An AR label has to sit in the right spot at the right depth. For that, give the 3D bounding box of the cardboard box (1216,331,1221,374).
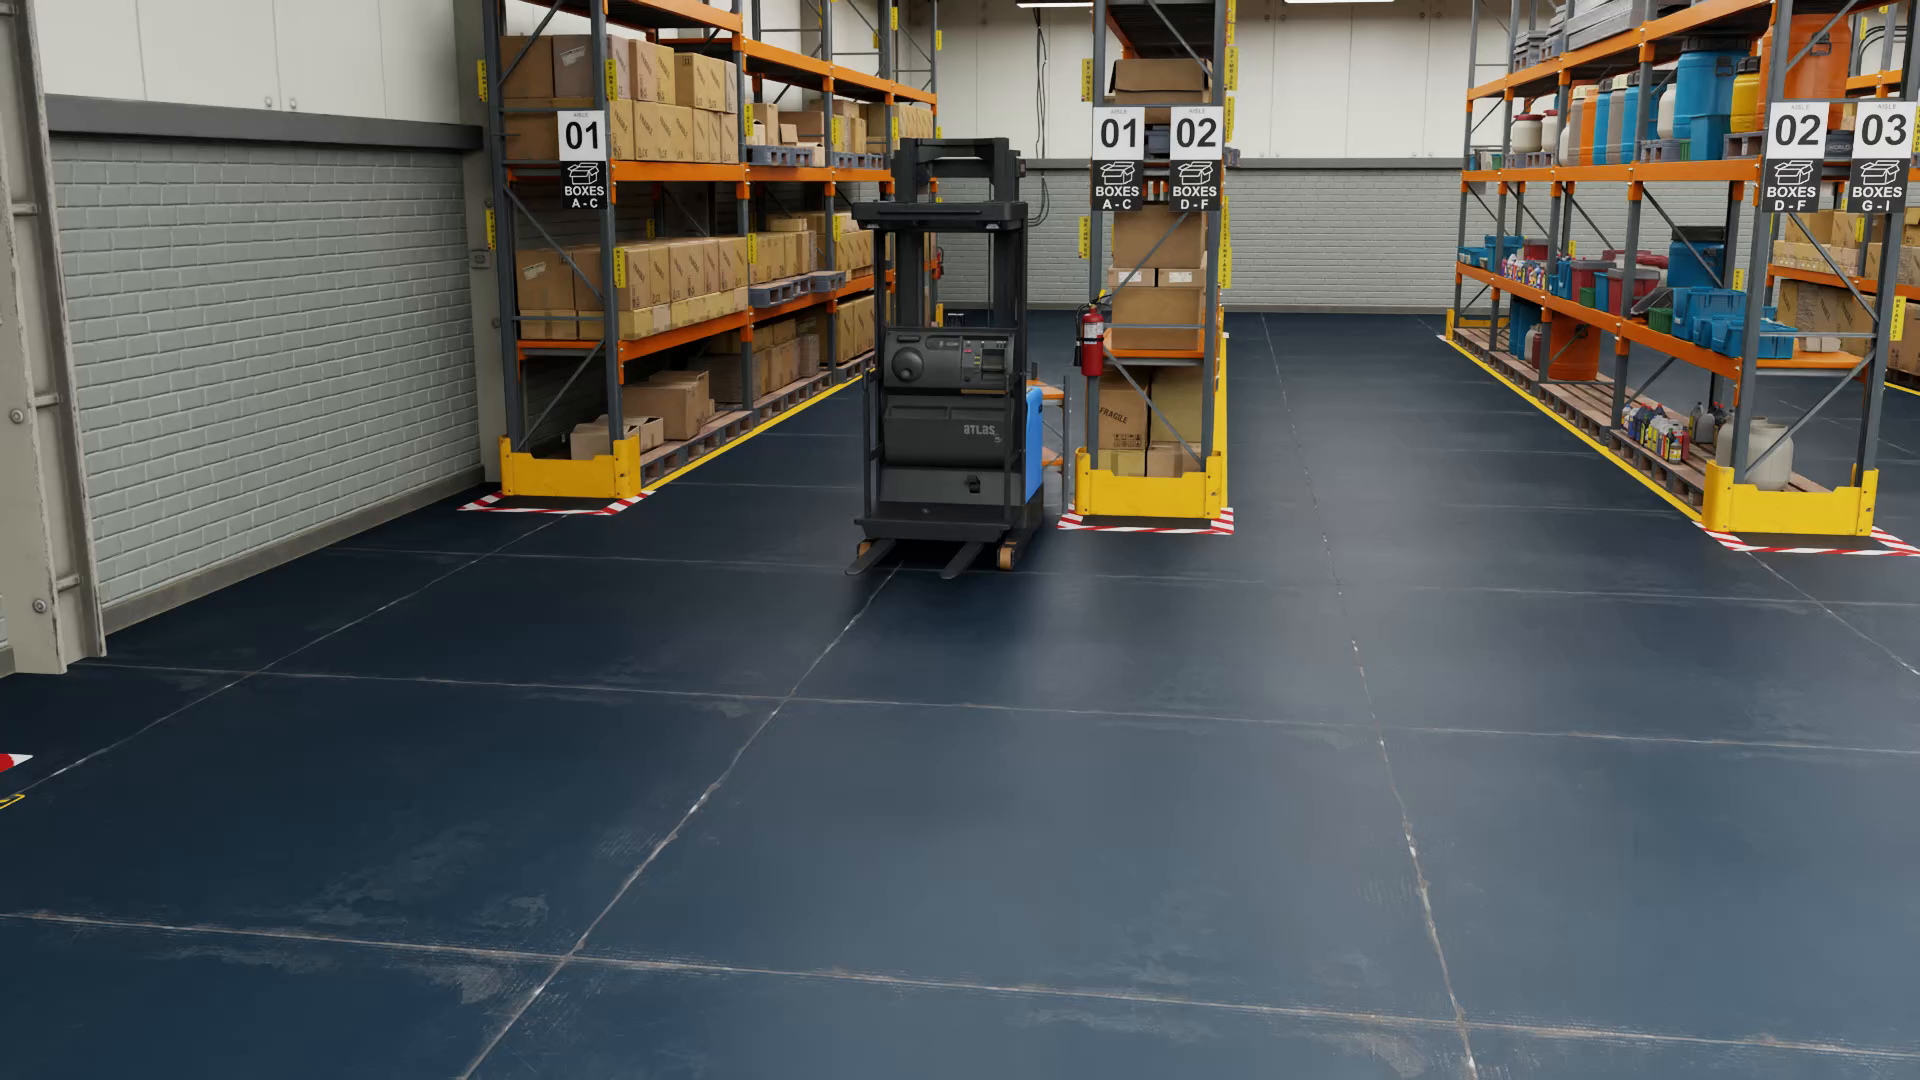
[{"bbox_3d":[3.112,-2.438,21.575,0.500,0.500,0.500,2,12,11],"label":"cardboard box"}]

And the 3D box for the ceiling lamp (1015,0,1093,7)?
[{"bbox_3d":[2.003,-11.448,30.396,2.000,3.185,0.800,2,12,9],"label":"ceiling lamp"}]

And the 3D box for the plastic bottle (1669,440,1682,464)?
[{"bbox_3d":[6.272,-0.776,14.574,0.097,0.201,0.097,0,12,0],"label":"plastic bottle"}]

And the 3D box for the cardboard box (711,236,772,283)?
[{"bbox_3d":[-2.546,-3.171,18.807,0.700,0.500,0.500,3,13,14],"label":"cardboard box"}]

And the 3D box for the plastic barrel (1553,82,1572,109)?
[{"bbox_3d":[8.157,-5.587,21.992,0.600,0.901,0.708,2,12,9],"label":"plastic barrel"}]

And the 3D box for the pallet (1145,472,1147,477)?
[{"bbox_3d":[1.606,-0.492,14.273,1.003,0.211,1.213,2,12,9],"label":"pallet"}]

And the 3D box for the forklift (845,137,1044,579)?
[{"bbox_3d":[-0.114,-1.303,11.581,1.130,2.935,3.031,2,12,10],"label":"forklift"}]

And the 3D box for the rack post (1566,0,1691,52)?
[{"bbox_3d":[7.256,-5.809,17.612,1.013,1.000,3.121,2,12,9],"label":"rack post"}]

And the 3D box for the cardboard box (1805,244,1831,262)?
[{"bbox_3d":[13.208,-4.362,25.265,0.500,0.250,0.500,2,12,8],"label":"cardboard box"}]

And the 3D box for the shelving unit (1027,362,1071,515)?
[{"bbox_3d":[0.520,-0.853,13.783,0.538,1.125,1.048,-3,12,-12],"label":"shelving unit"}]

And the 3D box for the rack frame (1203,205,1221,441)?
[{"bbox_3d":[2.145,-2.527,17.098,1.000,3.000,0.127,2,12,9],"label":"rack frame"}]

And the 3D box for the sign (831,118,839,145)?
[{"bbox_3d":[-1.600,-5.220,21.249,0.100,0.325,0.005,2,12,9],"label":"sign"}]

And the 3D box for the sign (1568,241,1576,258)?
[{"bbox_3d":[8.812,-4.148,23.963,0.100,0.325,0.005,2,12,9],"label":"sign"}]

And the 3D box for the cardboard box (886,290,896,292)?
[{"bbox_3d":[-1.286,-4.104,27.816,0.380,0.149,0.250,2,12,9],"label":"cardboard box"}]

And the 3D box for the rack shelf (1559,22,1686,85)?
[{"bbox_3d":[7.346,-5.167,17.767,1.077,0.370,4.000,2,12,9],"label":"rack shelf"}]

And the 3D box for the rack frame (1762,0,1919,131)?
[{"bbox_3d":[6.423,-4.465,11.854,1.000,3.000,0.127,2,12,9],"label":"rack frame"}]

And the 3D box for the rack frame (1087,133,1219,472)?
[{"bbox_3d":[1.529,-1.694,13.234,1.000,3.000,0.127,2,12,9],"label":"rack frame"}]

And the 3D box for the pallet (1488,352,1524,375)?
[{"bbox_3d":[8.109,-2.508,23.632,1.003,0.211,1.213,2,12,9],"label":"pallet"}]

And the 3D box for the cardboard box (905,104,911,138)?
[{"bbox_3d":[-1.061,-6.612,26.276,0.500,0.500,0.500,2,12,7],"label":"cardboard box"}]

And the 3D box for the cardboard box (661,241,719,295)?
[{"bbox_3d":[-2.677,-2.673,16.303,0.500,0.500,0.500,2,12,7],"label":"cardboard box"}]

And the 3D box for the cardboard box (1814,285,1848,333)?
[{"bbox_3d":[13.482,-3.359,25.007,0.875,0.875,0.875,2,12,9],"label":"cardboard box"}]

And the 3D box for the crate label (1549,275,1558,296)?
[{"bbox_3d":[7.218,-3.041,19.880,0.303,0.233,0.416,2,12,9],"label":"crate label"}]

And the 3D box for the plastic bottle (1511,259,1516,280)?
[{"bbox_3d":[7.654,-3.726,22.941,0.061,0.283,0.133,2,12,9],"label":"plastic bottle"}]

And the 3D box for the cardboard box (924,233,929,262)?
[{"bbox_3d":[-1.075,-5.073,28.200,0.980,0.700,0.700,2,12,8],"label":"cardboard box"}]

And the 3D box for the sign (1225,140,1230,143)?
[{"bbox_3d":[4.535,-6.902,28.177,0.100,0.325,0.005,2,12,9],"label":"sign"}]

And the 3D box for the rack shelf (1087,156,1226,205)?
[{"bbox_3d":[1.837,-3.225,14.926,1.077,0.370,4.000,2,12,9],"label":"rack shelf"}]

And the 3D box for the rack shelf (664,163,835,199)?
[{"bbox_3d":[-2.443,-4.217,19.531,1.077,0.370,4.000,2,12,9],"label":"rack shelf"}]

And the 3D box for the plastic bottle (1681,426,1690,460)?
[{"bbox_3d":[6.444,-0.865,14.789,0.061,0.283,0.133,2,12,9],"label":"plastic bottle"}]

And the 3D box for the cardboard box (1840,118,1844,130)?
[{"bbox_3d":[13.532,-6.021,24.718,0.700,0.500,0.500,2,12,11],"label":"cardboard box"}]

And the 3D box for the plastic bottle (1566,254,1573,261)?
[{"bbox_3d":[8.422,-3.766,22.967,0.144,0.351,0.185,2,12,9],"label":"plastic bottle"}]

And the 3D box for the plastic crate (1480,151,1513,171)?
[{"bbox_3d":[8.238,-5.821,25.543,0.437,0.282,0.530,2,12,9],"label":"plastic crate"}]

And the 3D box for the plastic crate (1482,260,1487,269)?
[{"bbox_3d":[8.175,-4.167,25.221,0.437,0.125,0.590,2,12,9],"label":"plastic crate"}]

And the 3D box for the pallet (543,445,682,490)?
[{"bbox_3d":[-3.194,-0.674,15.122,1.003,0.211,1.213,2,12,9],"label":"pallet"}]

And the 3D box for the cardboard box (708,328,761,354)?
[{"bbox_3d":[-2.590,-2.292,19.116,0.500,0.250,0.500,2,12,7],"label":"cardboard box"}]

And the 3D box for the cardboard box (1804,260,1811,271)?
[{"bbox_3d":[13.162,-4.197,25.443,0.380,0.149,0.250,2,12,7],"label":"cardboard box"}]

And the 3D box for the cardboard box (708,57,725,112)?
[{"bbox_3d":[-2.634,-4.472,16.347,0.500,0.500,0.500,3,12,12],"label":"cardboard box"}]

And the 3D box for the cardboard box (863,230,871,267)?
[{"bbox_3d":[-1.569,-4.137,23.577,0.500,0.500,0.500,2,12,10],"label":"cardboard box"}]

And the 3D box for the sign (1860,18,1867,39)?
[{"bbox_3d":[14.312,-8.110,26.362,0.100,0.325,0.005,2,12,9],"label":"sign"}]

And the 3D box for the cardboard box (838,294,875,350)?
[{"bbox_3d":[-1.626,-3.182,24.242,0.750,0.750,0.750,2,12,10],"label":"cardboard box"}]

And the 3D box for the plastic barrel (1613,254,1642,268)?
[{"bbox_3d":[7.706,-3.032,19.176,0.421,0.512,0.421,0,12,0],"label":"plastic barrel"}]

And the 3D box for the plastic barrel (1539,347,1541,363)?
[{"bbox_3d":[7.710,-2.410,21.465,0.421,0.512,0.421,0,12,0],"label":"plastic barrel"}]

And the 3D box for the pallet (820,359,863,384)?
[{"bbox_3d":[-1.940,-2.318,22.747,1.003,0.211,1.213,2,12,9],"label":"pallet"}]

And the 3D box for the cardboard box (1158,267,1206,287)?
[{"bbox_3d":[1.802,-2.135,13.502,0.380,0.149,0.250,2,12,8],"label":"cardboard box"}]

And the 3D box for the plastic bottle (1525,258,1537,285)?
[{"bbox_3d":[7.536,-3.542,21.925,0.144,0.351,0.185,2,12,9],"label":"plastic bottle"}]

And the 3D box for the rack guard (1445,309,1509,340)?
[{"bbox_3d":[8.875,-3.647,28.229,1.175,0.500,0.348,2,12,9],"label":"rack guard"}]

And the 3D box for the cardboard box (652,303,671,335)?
[{"bbox_3d":[-2.911,-1.990,14.916,0.500,0.250,0.500,1,12,7],"label":"cardboard box"}]

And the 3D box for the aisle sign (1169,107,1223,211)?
[{"bbox_3d":[1.822,-2.941,12.851,0.394,0.787,0.004,2,12,9],"label":"aisle sign"}]

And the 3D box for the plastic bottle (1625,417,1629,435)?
[{"bbox_3d":[6.525,-1.118,16.160,0.097,0.201,0.097,0,12,0],"label":"plastic bottle"}]
